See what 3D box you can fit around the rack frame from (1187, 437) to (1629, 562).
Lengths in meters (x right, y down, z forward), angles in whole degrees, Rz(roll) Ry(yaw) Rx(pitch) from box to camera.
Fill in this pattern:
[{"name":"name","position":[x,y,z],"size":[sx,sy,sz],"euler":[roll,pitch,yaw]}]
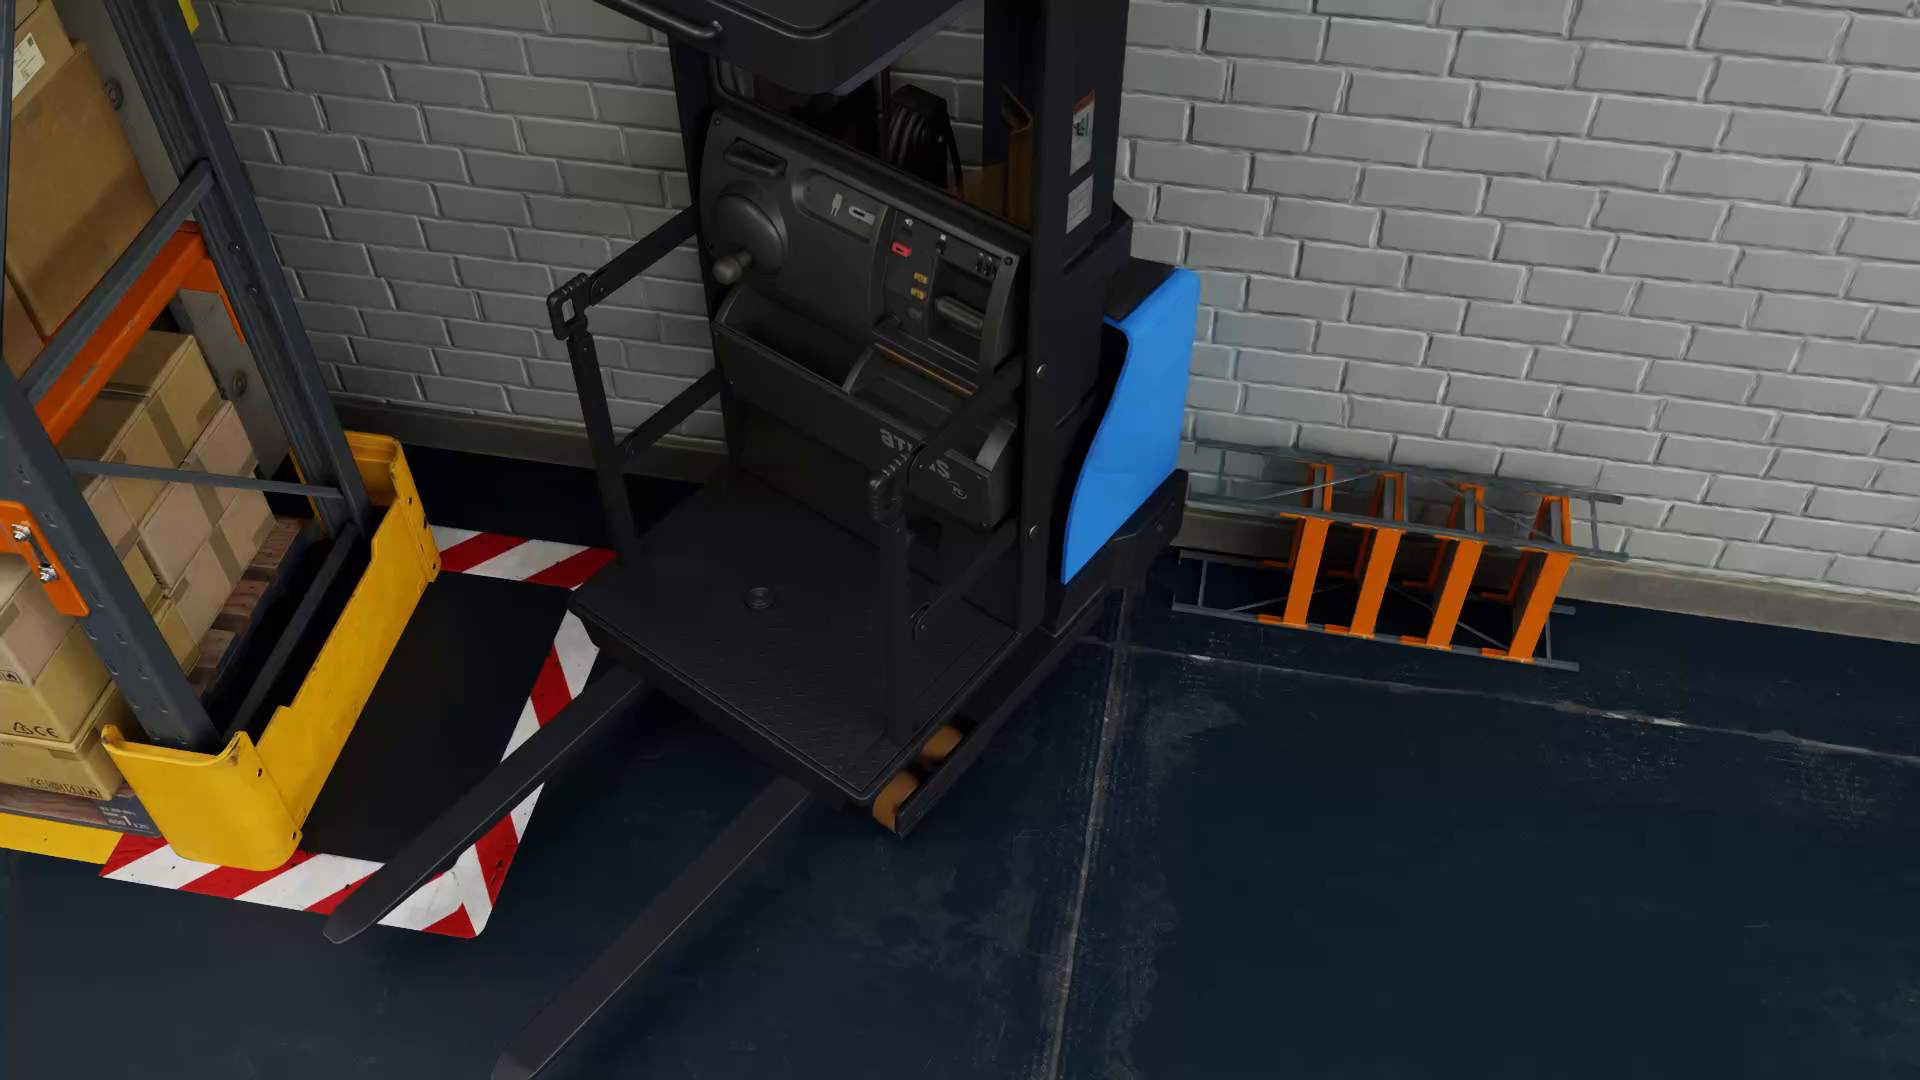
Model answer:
[{"name":"rack frame","position":[1.253,-0.118,4.681],"size":[1.200,0.015,0.240],"euler":[8,49,8]}]

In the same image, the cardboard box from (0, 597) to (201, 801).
[{"name":"cardboard box","position":[-2.420,0.387,4.452],"size":[0.500,0.250,0.500],"euler":[8,49,7]}]

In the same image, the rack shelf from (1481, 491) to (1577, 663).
[{"name":"rack shelf","position":[1.638,0.102,4.811],"size":[0.148,0.480,0.258],"euler":[8,49,8]}]

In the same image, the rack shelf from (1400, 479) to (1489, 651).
[{"name":"rack shelf","position":[1.406,0.068,4.842],"size":[0.148,0.480,0.258],"euler":[8,49,8]}]

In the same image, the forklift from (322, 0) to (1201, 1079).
[{"name":"forklift","position":[-0.384,-0.608,3.826],"size":[1.130,2.935,3.031],"euler":[30,55,24]}]

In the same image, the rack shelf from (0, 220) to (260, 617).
[{"name":"rack shelf","position":[-3.870,-0.585,4.243],"size":[4.000,0.370,1.077],"euler":[8,49,7]}]

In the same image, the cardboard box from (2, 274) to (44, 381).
[{"name":"cardboard box","position":[-2.432,-0.467,3.586],"size":[0.500,0.500,0.500],"euler":[7,48,6]}]

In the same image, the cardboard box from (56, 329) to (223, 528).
[{"name":"cardboard box","position":[-2.341,-0.319,4.414],"size":[0.500,0.250,0.500],"euler":[7,48,6]}]

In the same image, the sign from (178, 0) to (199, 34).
[{"name":"sign","position":[-1.797,-1.282,3.750],"size":[0.005,0.325,0.100],"euler":[8,49,7]}]

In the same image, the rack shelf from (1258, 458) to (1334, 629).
[{"name":"rack shelf","position":[0.992,0.006,4.897],"size":[0.148,0.480,0.258],"euler":[8,49,8]}]

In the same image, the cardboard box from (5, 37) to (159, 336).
[{"name":"cardboard box","position":[-2.340,-0.863,3.942],"size":[0.500,0.500,0.500],"euler":[9,49,8]}]

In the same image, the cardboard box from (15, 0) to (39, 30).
[{"name":"cardboard box","position":[-2.194,-1.111,3.529],"size":[0.250,0.149,0.380],"euler":[7,48,6]}]

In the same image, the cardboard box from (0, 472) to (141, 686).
[{"name":"cardboard box","position":[-2.410,0.051,4.082],"size":[0.500,0.250,0.500],"euler":[9,49,8]}]

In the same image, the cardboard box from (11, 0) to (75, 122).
[{"name":"cardboard box","position":[-2.189,-1.046,3.670],"size":[0.250,0.149,0.380],"euler":[7,48,6]}]

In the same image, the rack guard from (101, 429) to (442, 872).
[{"name":"rack guard","position":[-1.878,0.278,4.664],"size":[0.348,0.500,1.175],"euler":[8,49,7]}]

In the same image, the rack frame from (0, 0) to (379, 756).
[{"name":"rack frame","position":[-1.901,-0.561,3.738],"size":[0.127,3.000,1.000],"euler":[8,49,7]}]

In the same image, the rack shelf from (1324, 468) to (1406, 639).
[{"name":"rack shelf","position":[1.187,0.035,4.871],"size":[0.148,0.480,0.258],"euler":[8,49,8]}]

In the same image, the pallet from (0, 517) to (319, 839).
[{"name":"pallet","position":[-2.661,0.300,4.838],"size":[1.213,0.211,1.003],"euler":[8,49,7]}]

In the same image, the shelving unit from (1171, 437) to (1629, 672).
[{"name":"shelving unit","position":[1.253,0.045,4.863],"size":[1.200,0.503,0.258],"euler":[8,49,8]}]

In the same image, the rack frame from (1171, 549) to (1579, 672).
[{"name":"rack frame","position":[1.253,0.208,5.044],"size":[1.200,0.015,0.240],"euler":[8,49,8]}]

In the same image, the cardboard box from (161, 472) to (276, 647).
[{"name":"cardboard box","position":[-2.350,0.010,4.791],"size":[0.500,0.250,0.500],"euler":[8,49,7]}]

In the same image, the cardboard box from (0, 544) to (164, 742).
[{"name":"cardboard box","position":[-2.436,0.215,4.270],"size":[0.500,0.250,0.500],"euler":[7,48,6]}]

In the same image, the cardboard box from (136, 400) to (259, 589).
[{"name":"cardboard box","position":[-2.327,-0.164,4.611],"size":[0.500,0.250,0.500],"euler":[8,49,8]}]
